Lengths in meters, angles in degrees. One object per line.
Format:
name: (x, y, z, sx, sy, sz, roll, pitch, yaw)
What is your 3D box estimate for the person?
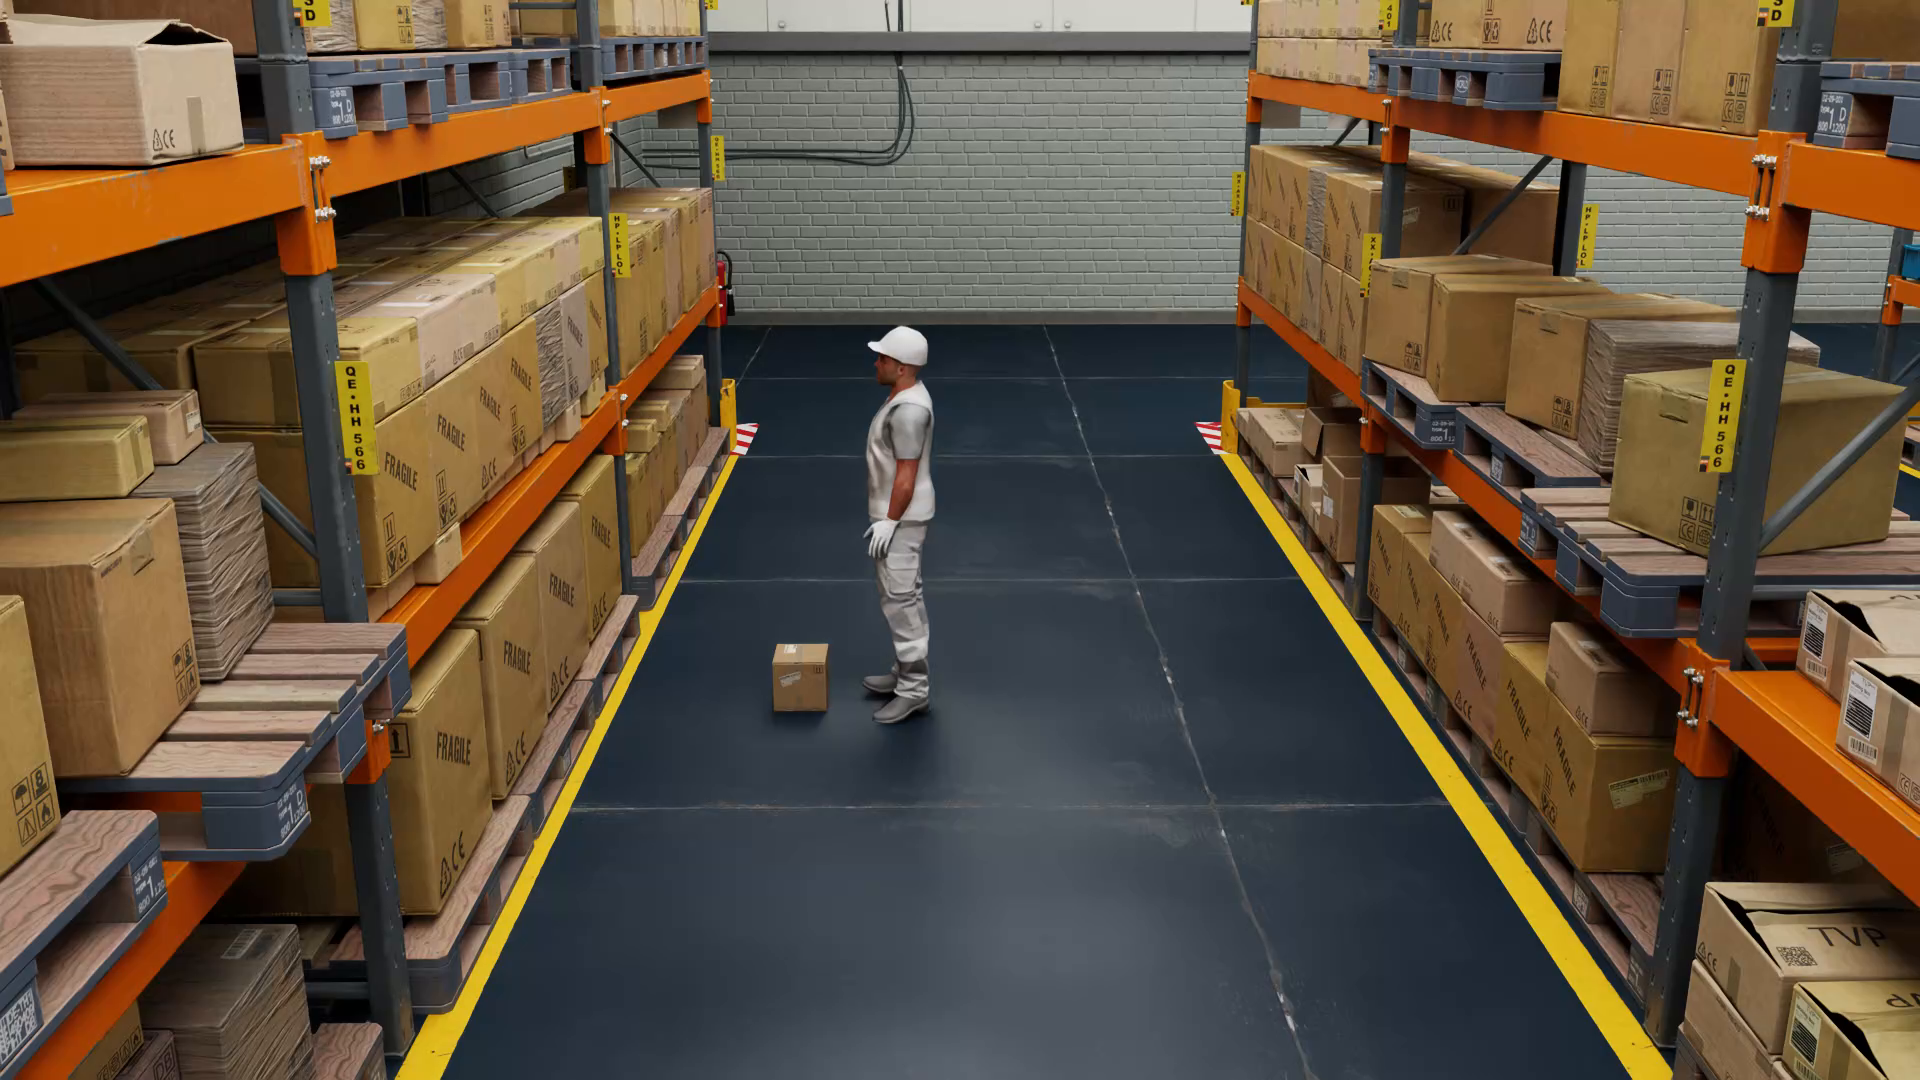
person: (-0.294, -0.088, 7.749, 0.361, 1.818, 0.556, 0, 17, 0)
